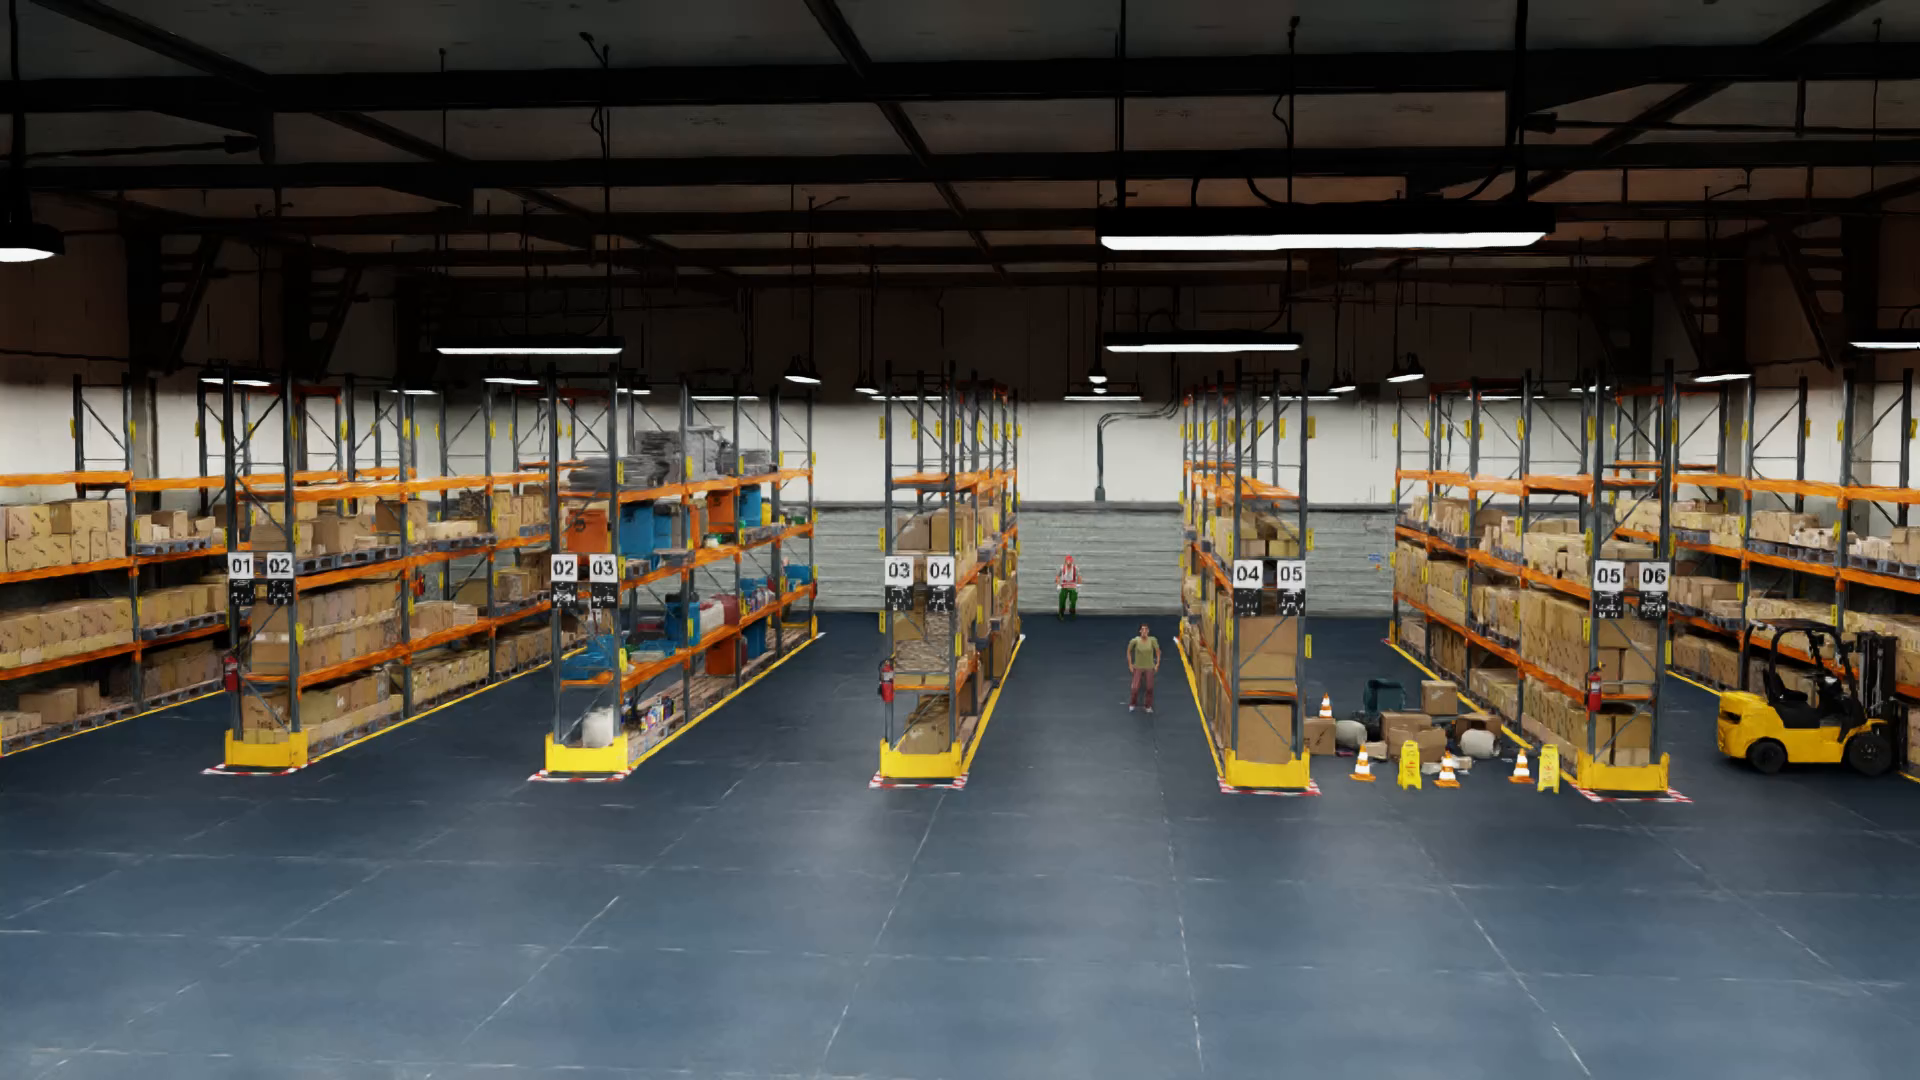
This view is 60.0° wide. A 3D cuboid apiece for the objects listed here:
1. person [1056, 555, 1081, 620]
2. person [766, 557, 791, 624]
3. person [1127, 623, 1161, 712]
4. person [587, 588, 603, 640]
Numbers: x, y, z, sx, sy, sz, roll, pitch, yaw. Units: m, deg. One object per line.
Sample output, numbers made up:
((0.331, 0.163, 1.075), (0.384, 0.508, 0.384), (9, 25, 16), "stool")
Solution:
((2.862, 1.256, 43.875), (0.677, 1.742, 0.552), (0, 4, 3), "person")
((-4.585, 1.316, 42.565), (0.760, 1.767, 0.548), (-3, 5, -34), "person")
((3.257, 2.260, 29.519), (0.598, 1.619, 0.506), (0, 4, 3), "person")
((-7.884, 1.783, 35.943), (0.375, 1.679, 0.575), (-1, 4, -11), "person")
